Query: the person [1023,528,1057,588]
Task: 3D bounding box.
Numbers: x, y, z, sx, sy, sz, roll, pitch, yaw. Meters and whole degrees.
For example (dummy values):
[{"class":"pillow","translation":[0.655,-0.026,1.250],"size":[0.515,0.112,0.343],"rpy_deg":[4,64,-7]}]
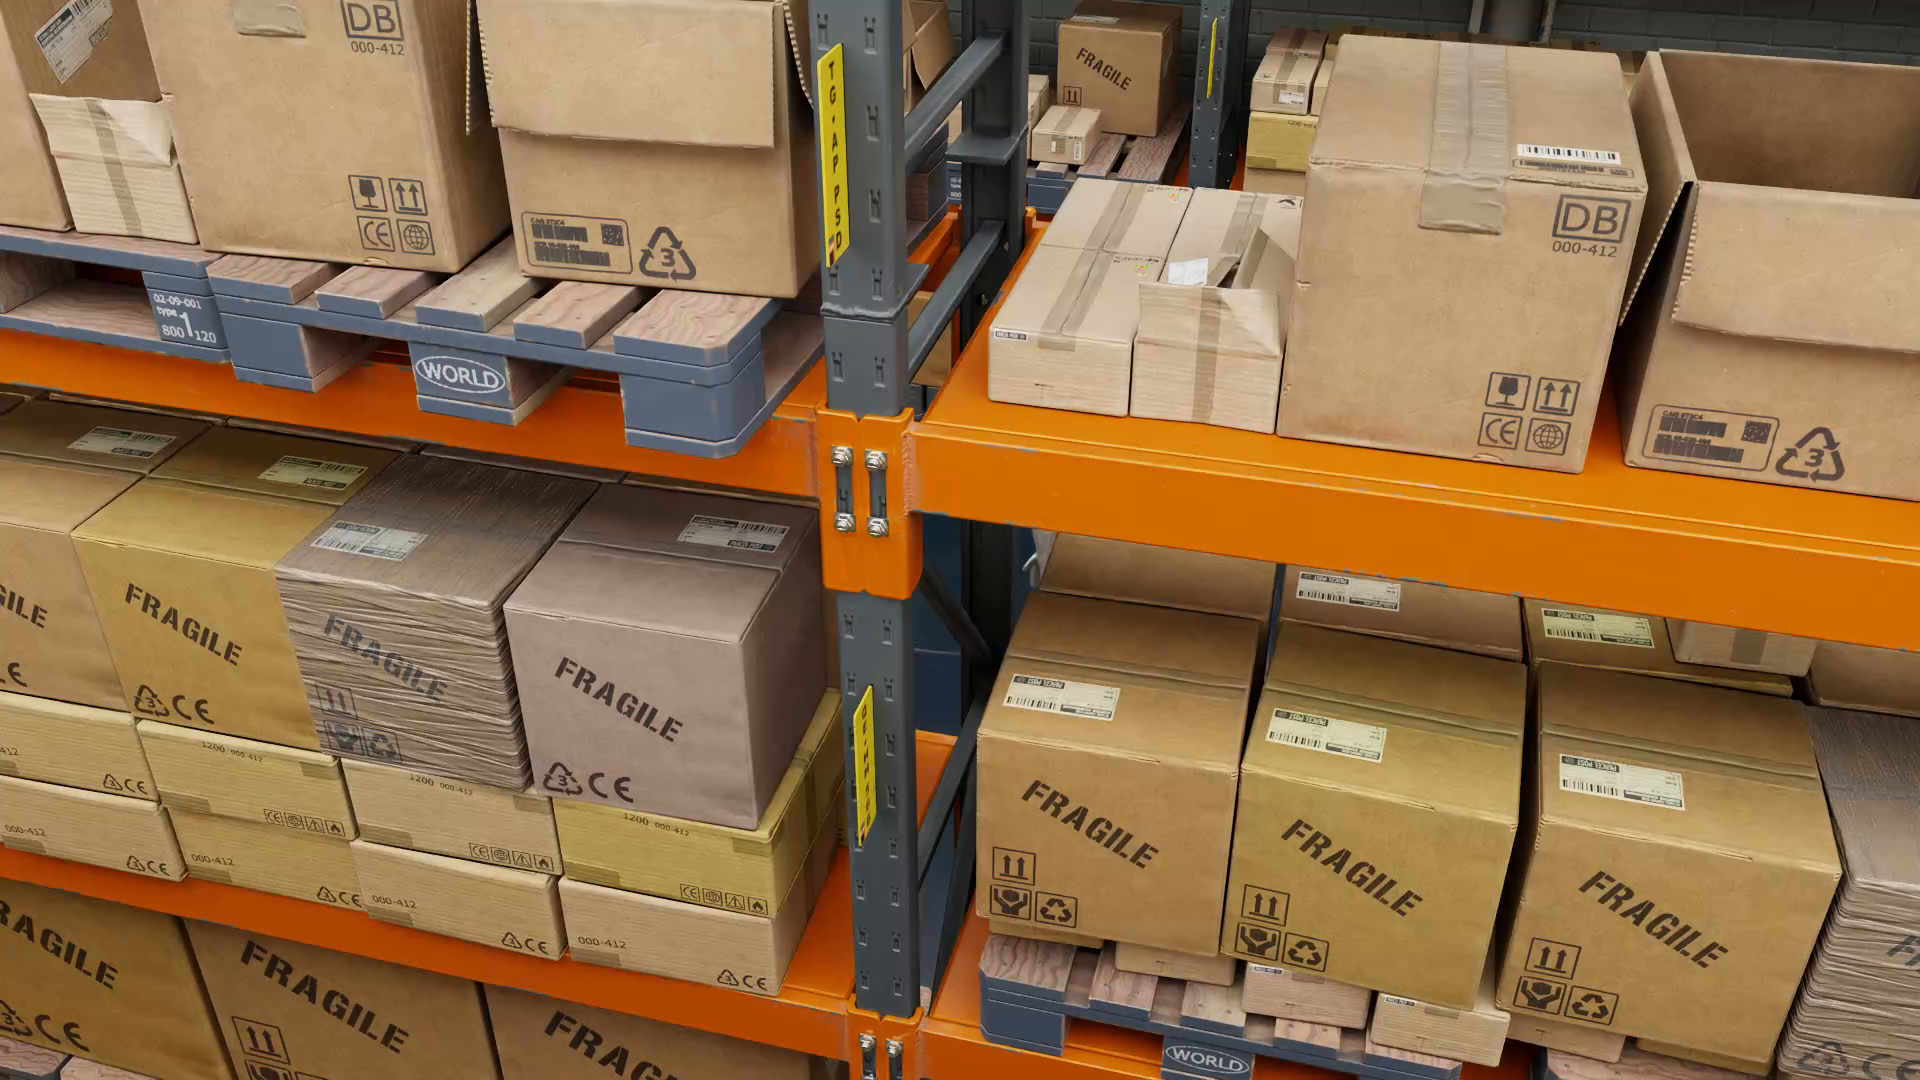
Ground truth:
[{"class":"person","translation":[0.358,0.146,5.872],"size":[1.001,1.721,0.579],"rpy_deg":[6,33,9]}]
